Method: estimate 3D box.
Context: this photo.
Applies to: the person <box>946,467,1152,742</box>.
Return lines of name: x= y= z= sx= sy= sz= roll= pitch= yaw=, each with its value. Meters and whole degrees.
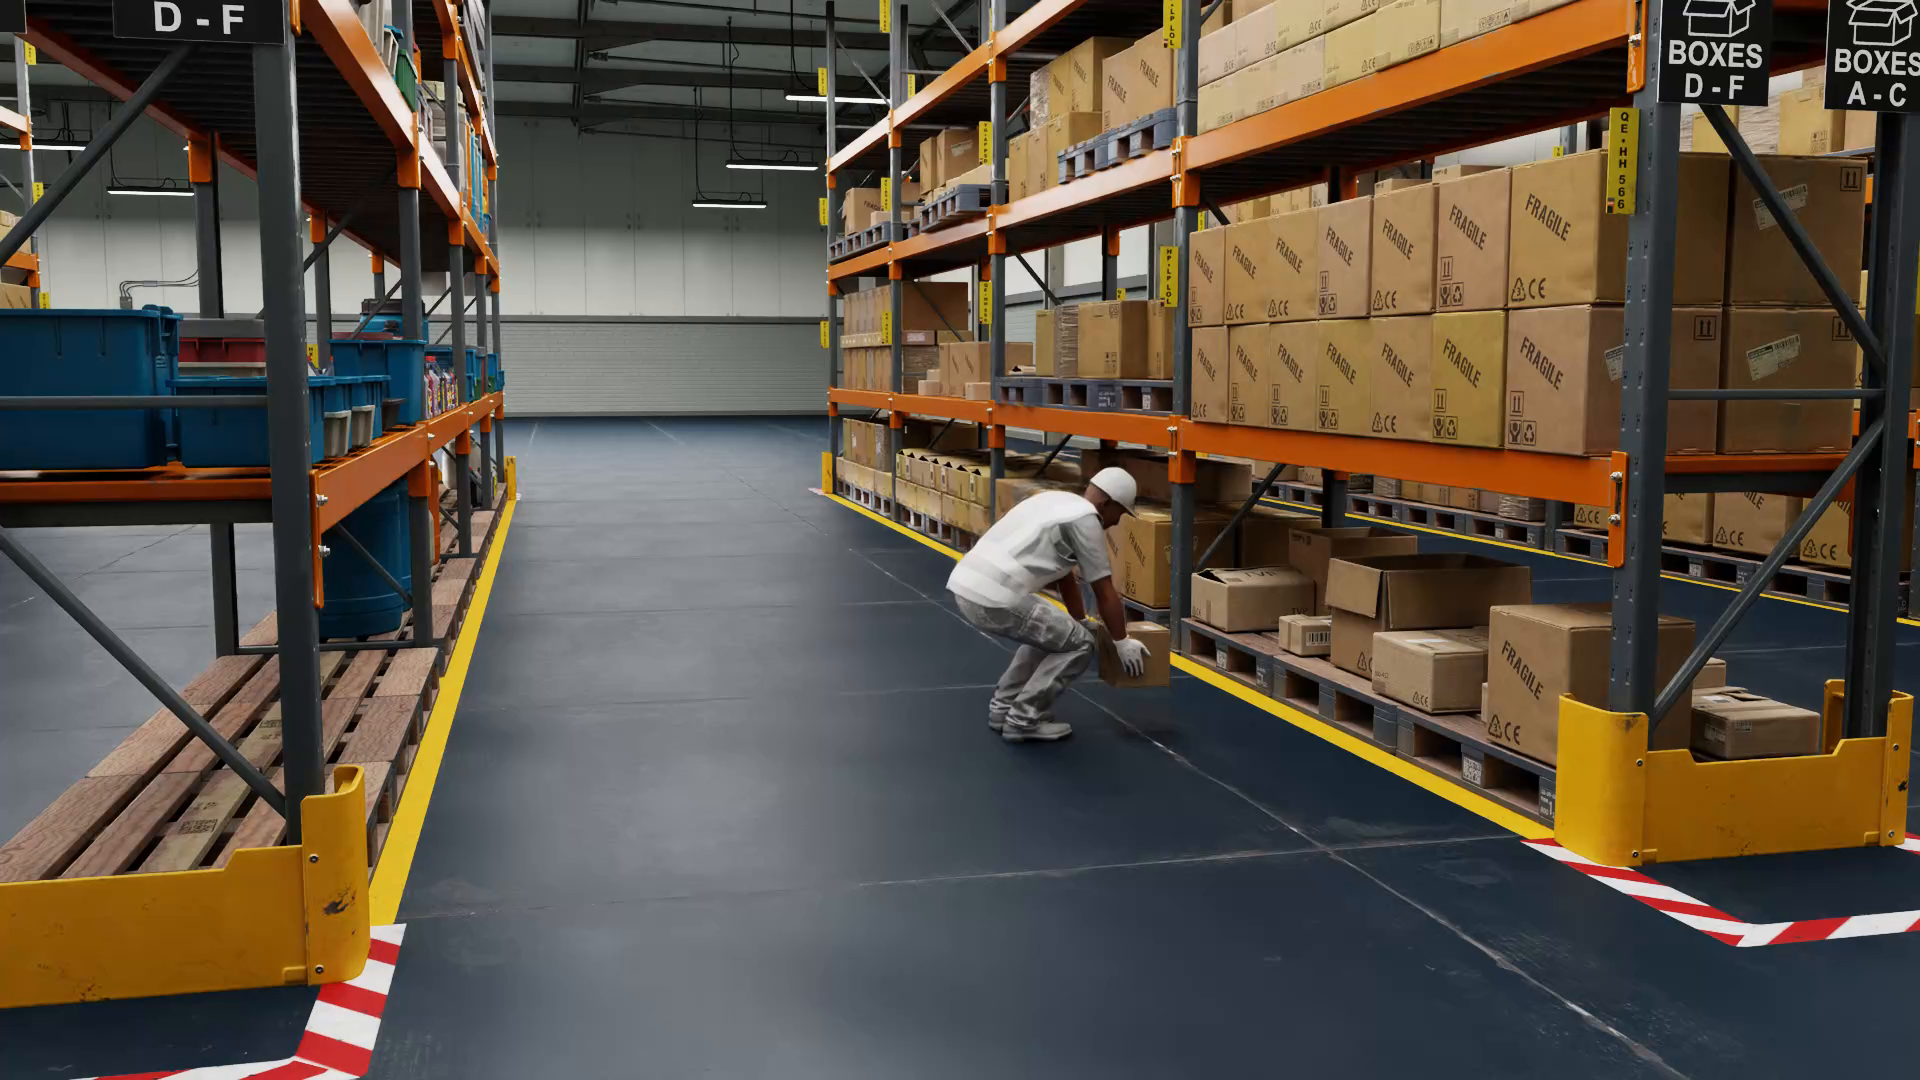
person: x=0.367 y=0.264 z=7.294 sx=0.858 sy=1.157 sz=0.593 roll=-1 pitch=6 yaw=-14
